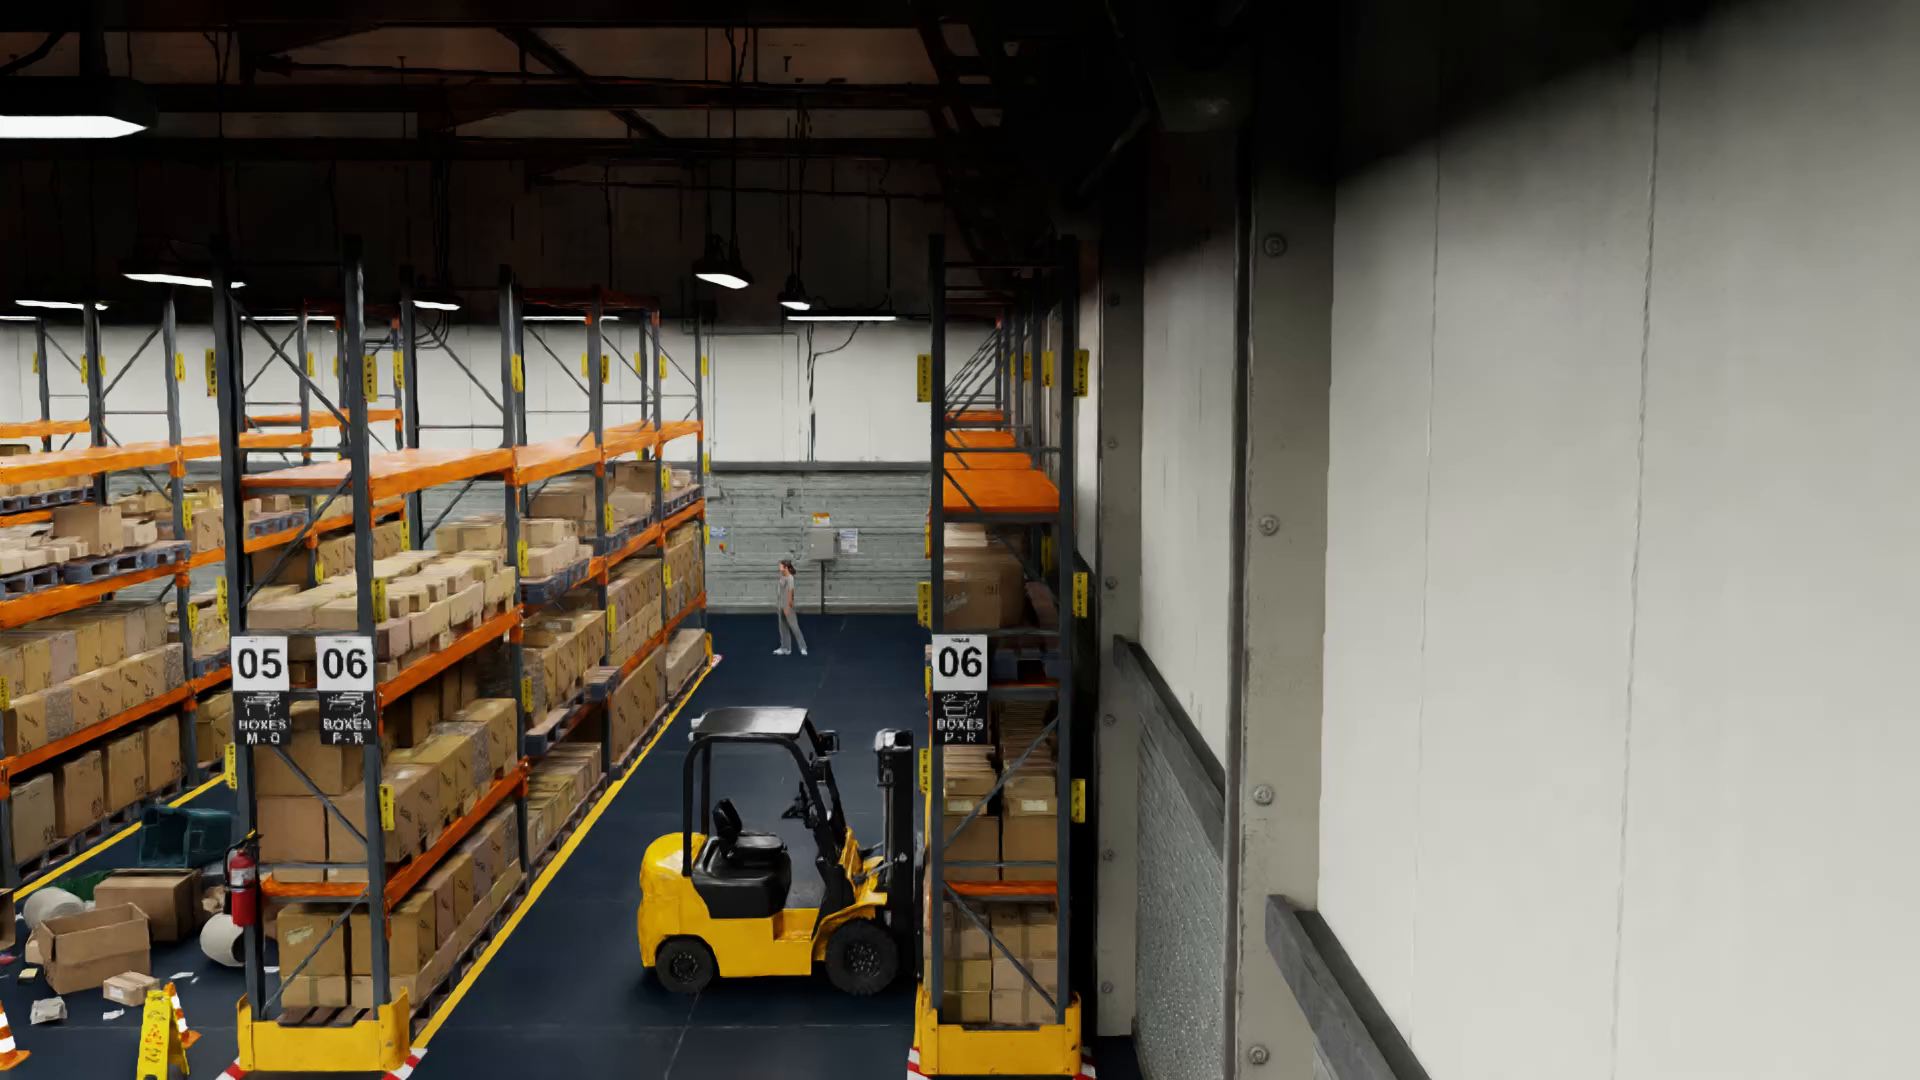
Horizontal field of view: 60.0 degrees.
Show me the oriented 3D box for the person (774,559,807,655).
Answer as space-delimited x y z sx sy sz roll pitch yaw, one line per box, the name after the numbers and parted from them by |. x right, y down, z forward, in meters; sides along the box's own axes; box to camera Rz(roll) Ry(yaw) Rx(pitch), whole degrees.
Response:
-2.924 1.160 28.854 0.472 1.670 0.656 -4 7 -30 | person
